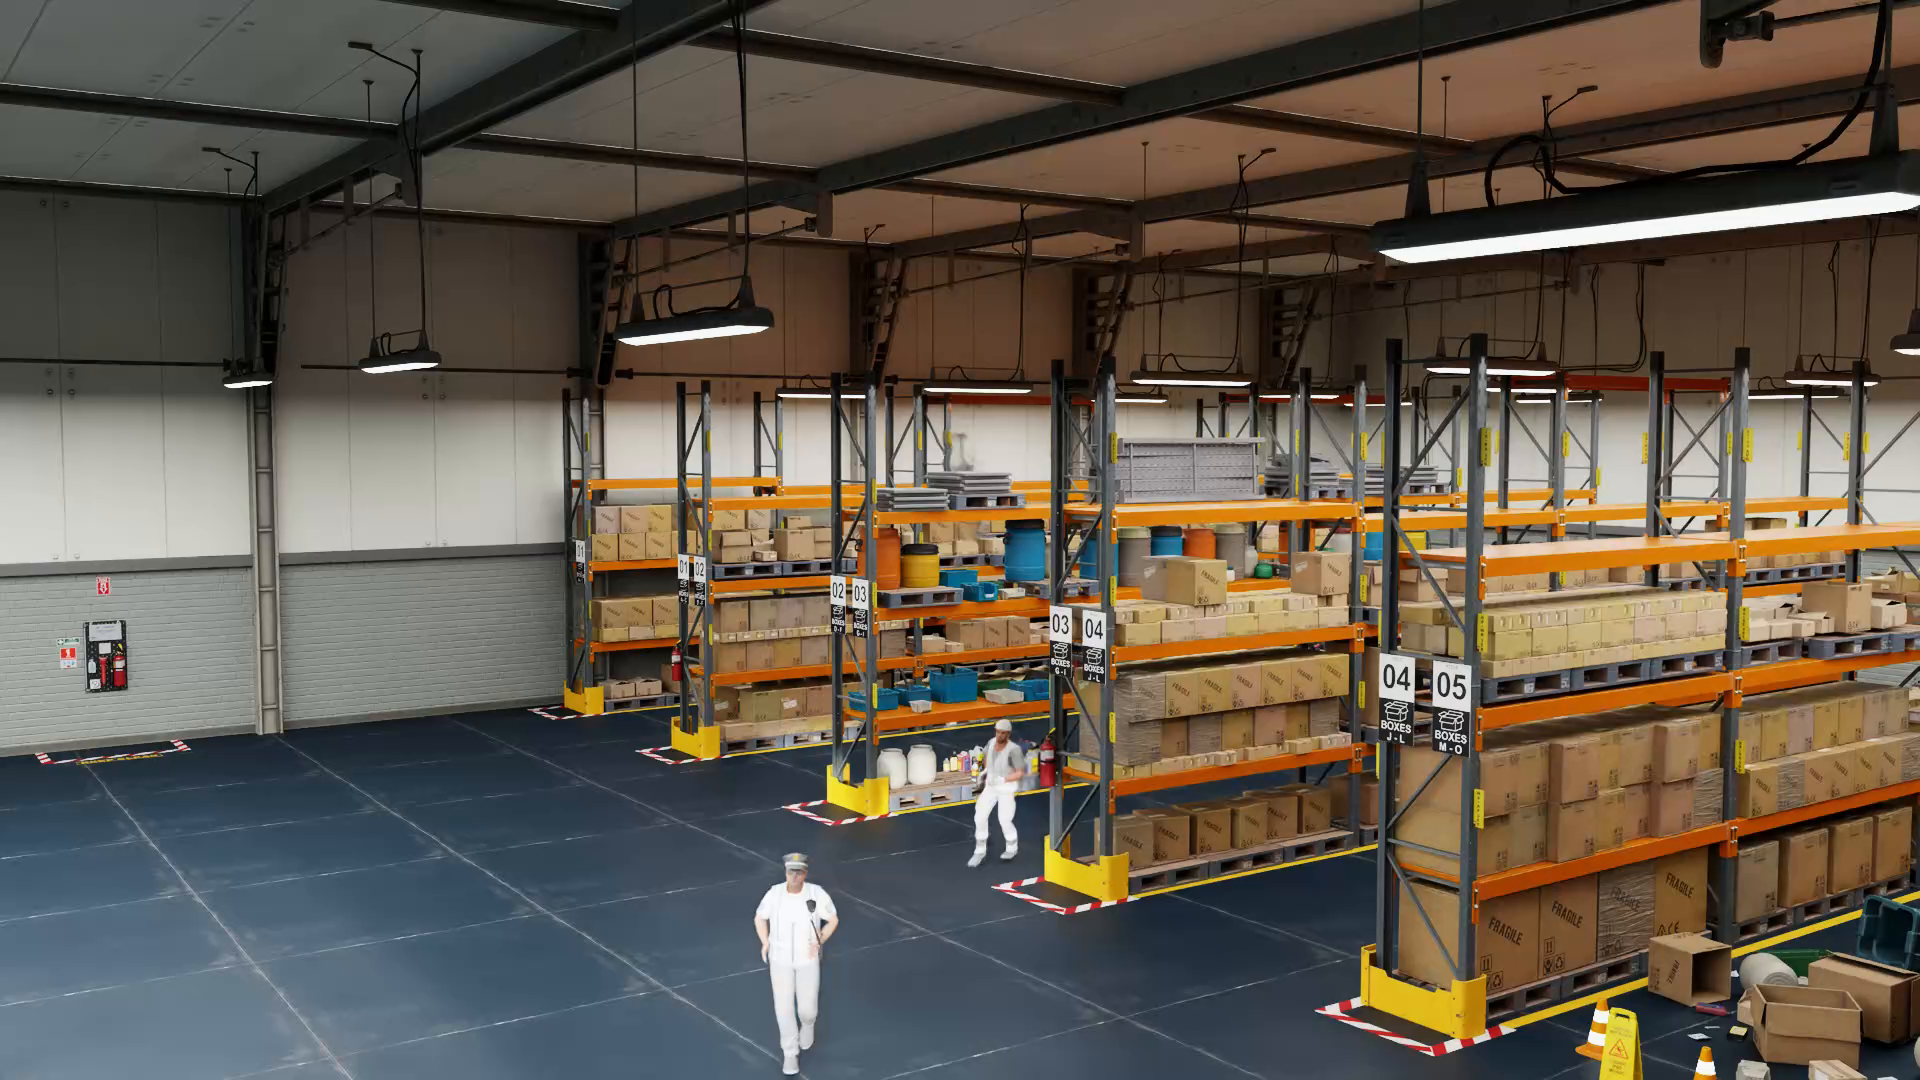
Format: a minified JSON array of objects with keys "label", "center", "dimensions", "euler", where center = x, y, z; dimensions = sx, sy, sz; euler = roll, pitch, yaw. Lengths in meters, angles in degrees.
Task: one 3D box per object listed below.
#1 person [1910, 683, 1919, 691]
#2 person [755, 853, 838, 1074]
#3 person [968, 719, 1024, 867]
[{"label":"person","center":[13.550,2.847,23.405],"dimensions":[0.700,1.669,0.570],"euler":[-2,4,-26]},{"label":"person","center":[-1.345,3.414,13.640],"dimensions":[0.690,1.745,0.703],"euler":[0,4,-1]},{"label":"person","center":[0.479,3.018,19.832],"dimensions":[0.692,1.804,0.795],"euler":[2,4,34]}]
